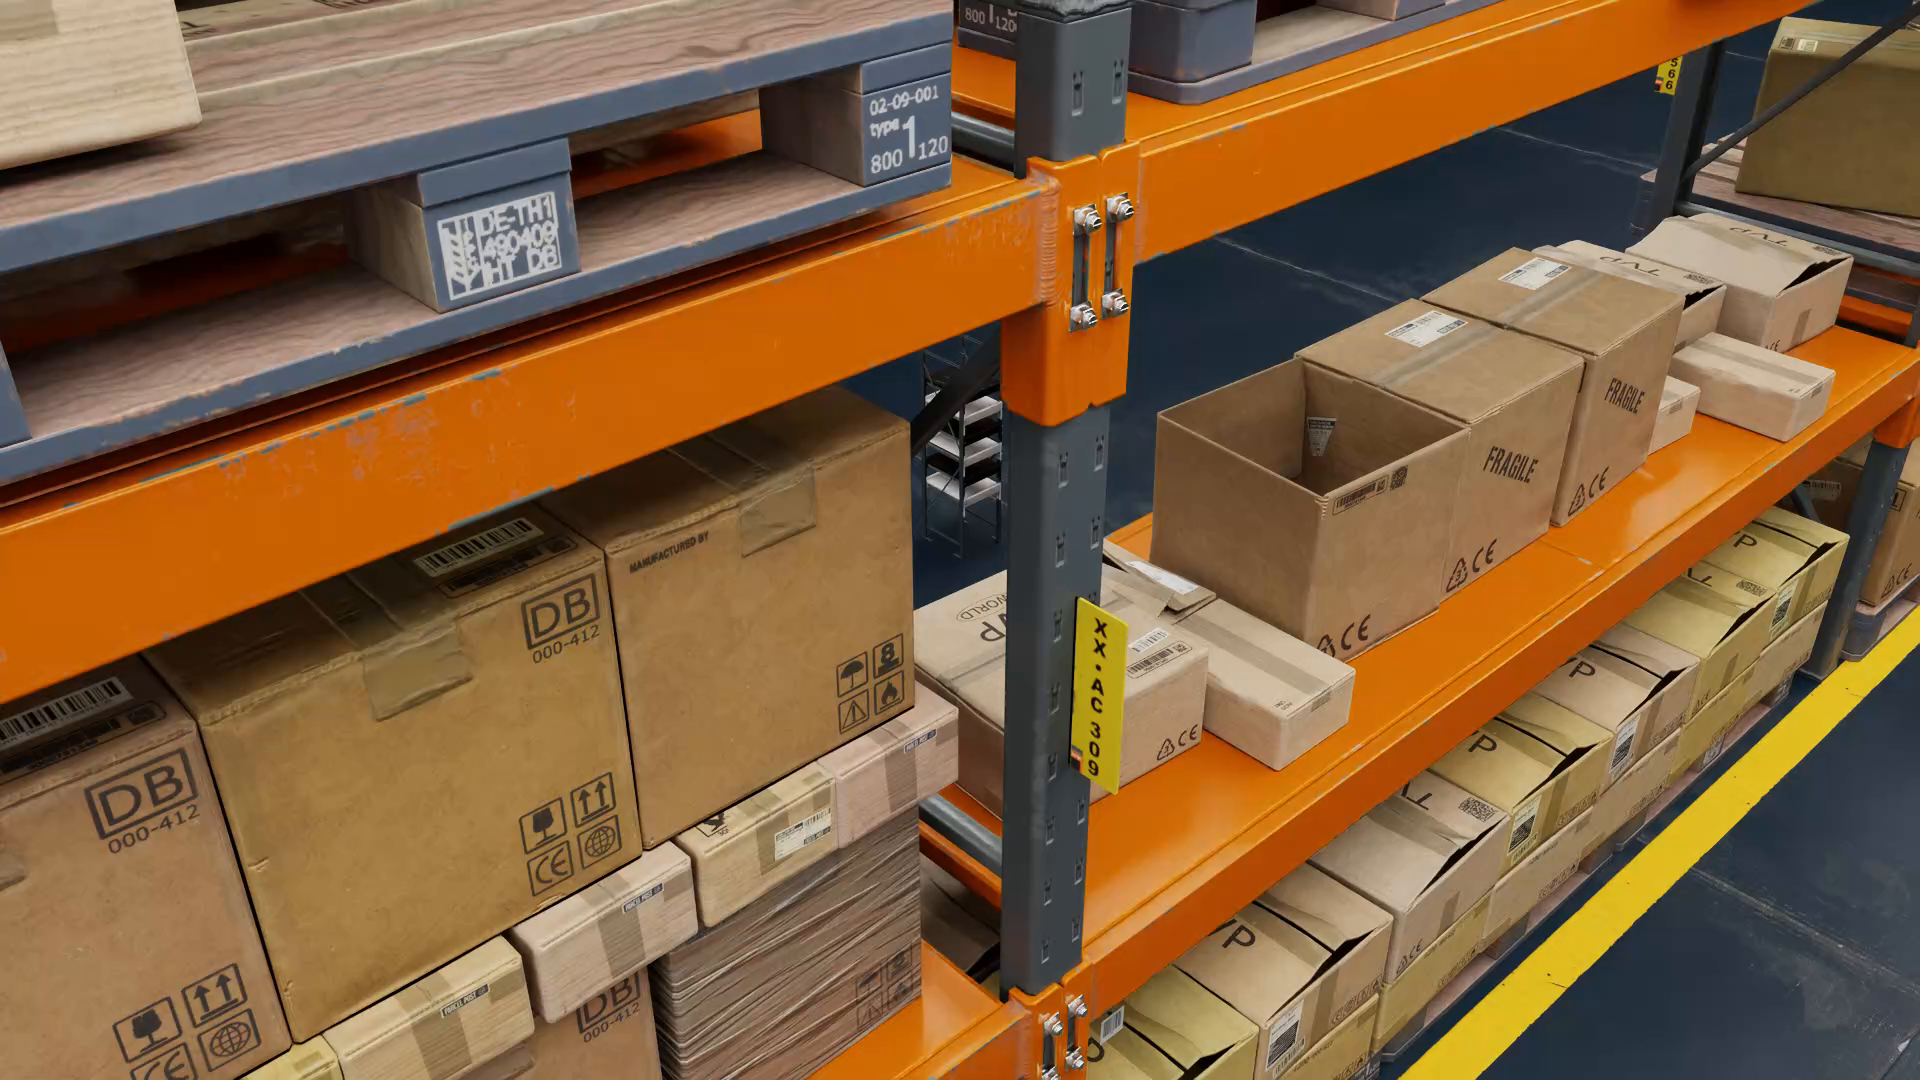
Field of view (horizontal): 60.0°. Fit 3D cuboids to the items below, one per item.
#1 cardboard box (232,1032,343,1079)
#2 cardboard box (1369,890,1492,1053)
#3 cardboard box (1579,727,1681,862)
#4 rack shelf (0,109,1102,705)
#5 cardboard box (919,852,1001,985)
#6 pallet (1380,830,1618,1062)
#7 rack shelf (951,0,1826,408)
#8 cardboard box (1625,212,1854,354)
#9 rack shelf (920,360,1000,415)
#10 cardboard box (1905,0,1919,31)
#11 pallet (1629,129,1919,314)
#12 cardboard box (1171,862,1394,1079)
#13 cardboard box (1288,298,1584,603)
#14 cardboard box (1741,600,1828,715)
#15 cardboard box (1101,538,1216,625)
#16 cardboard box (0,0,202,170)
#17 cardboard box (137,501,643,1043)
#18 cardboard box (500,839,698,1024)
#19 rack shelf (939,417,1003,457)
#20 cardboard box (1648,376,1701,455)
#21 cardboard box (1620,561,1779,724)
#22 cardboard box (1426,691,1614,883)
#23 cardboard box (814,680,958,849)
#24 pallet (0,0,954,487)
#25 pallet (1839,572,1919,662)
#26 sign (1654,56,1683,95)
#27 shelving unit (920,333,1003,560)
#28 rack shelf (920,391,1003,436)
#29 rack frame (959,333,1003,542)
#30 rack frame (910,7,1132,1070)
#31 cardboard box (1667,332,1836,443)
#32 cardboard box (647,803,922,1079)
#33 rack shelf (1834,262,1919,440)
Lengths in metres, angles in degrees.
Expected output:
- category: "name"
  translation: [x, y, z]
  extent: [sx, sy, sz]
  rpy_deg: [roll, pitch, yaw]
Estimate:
- category: "cardboard box"
  translation: [-0.966, 0.655, 2.086]
  extent: [0.250, 0.149, 0.380]
  rpy_deg: [-26, 40, -36]
- category: "cardboard box"
  translation: [1.053, 1.016, 4.446]
  extent: [0.500, 0.250, 0.500]
  rpy_deg: [-27, 41, -37]
- category: "cardboard box"
  translation: [1.802, 0.652, 5.041]
  extent: [0.500, 0.250, 0.500]
  rpy_deg: [-25, 39, -34]
- category: "rack shelf"
  translation: [-1.632, 0.173, 1.407]
  extent: [4.000, 0.370, 1.077]
  rpy_deg: [-26, 40, -35]
- category: "cardboard box"
  translation: [-0.063, 0.937, 4.038]
  extent: [0.500, 0.311, 0.500]
  rpy_deg: [-26, 40, -35]
- category: "pallet"
  translation: [1.244, 0.914, 5.052]
  extent: [1.213, 0.211, 1.003]
  rpy_deg: [-26, 40, -35]
- category: "rack shelf"
  translation: [1.302, -1.246, 3.727]
  extent: [4.000, 0.370, 1.077]
  rpy_deg: [-26, 40, -35]
- category: "cardboard box"
  translation: [2.472, -0.833, 5.322]
  extent: [0.500, 0.311, 0.500]
  rpy_deg: [-23, 38, -33]
- category: "rack shelf"
  translation: [0.006, -0.589, 6.396]
  extent: [0.200, 0.077, 0.258]
  rpy_deg: [-26, 40, -35]
- category: "cardboard box"
  translation: [3.954, -1.723, 6.193]
  extent: [0.500, 0.500, 0.700]
  rpy_deg: [-18, 36, -27]
- category: "pallet"
  translation: [3.217, -1.168, 5.969]
  extent: [1.003, 0.211, 1.213]
  rpy_deg: [-26, 40, -35]
- category: "cardboard box"
  translation: [0.678, 0.964, 3.994]
  extent: [0.500, 0.311, 0.500]
  rpy_deg: [-26, 40, -36]
- category: "cardboard box"
  translation: [1.163, -0.237, 4.167]
  extent: [0.500, 0.500, 0.500]
  rpy_deg: [-26, 40, -35]
- category: "cardboard box"
  translation: [2.548, 0.291, 5.632]
  extent: [0.500, 0.250, 0.500]
  rpy_deg: [-25, 39, -34]
- category: "cardboard box"
  translation: [0.355, 0.111, 3.822]
  extent: [0.258, 0.266, 0.396]
  rpy_deg: [-27, 40, -37]
- category: "cardboard box"
  translation: [-0.864, -0.443, 1.428]
  extent: [0.250, 0.149, 0.380]
  rpy_deg: [-26, 40, -35]
- category: "cardboard box"
  translation: [-0.856, 0.179, 2.242]
  extent: [0.500, 0.500, 0.700]
  rpy_deg: [-26, 40, -36]
- category: "cardboard box"
  translation: [-0.592, 0.476, 2.379]
  extent: [0.250, 0.149, 0.380]
  rpy_deg: [-27, 41, -37]
- category: "rack shelf"
  translation: [0.006, -0.435, 6.490]
  extent: [0.200, 0.077, 0.258]
  rpy_deg: [-26, 40, -35]
- category: "cardboard box"
  translation: [1.871, -0.402, 4.773]
  extent: [0.250, 0.149, 0.380]
  rpy_deg: [-23, 38, -32]
- category: "cardboard box"
  translation: [2.175, 0.239, 5.180]
  extent: [0.500, 0.311, 0.500]
  rpy_deg: [-27, 40, -36]
- category: "cardboard box"
  translation: [1.434, 0.593, 4.600]
  extent: [0.500, 0.311, 0.500]
  rpy_deg: [-25, 39, -34]
- category: "cardboard box"
  translation: [-0.219, 0.295, 2.675]
  extent: [0.250, 0.149, 0.380]
  rpy_deg: [-26, 40, -35]
- category: "pallet"
  translation: [-0.773, -0.494, 1.891]
  extent: [1.213, 0.211, 1.003]
  rpy_deg: [-26, 40, -35]
- category: "pallet"
  translation: [3.341, -0.044, 6.619]
  extent: [1.213, 0.211, 1.003]
  rpy_deg: [-26, 40, -35]
- category: "sign"
  translation: [2.392, -1.647, 5.535]
  extent: [0.005, 0.325, 0.100]
  rpy_deg: [-26, 40, -35]
- category: "shelving unit"
  translation: [0.006, -0.387, 6.520]
  extent: [0.210, 0.900, 0.258]
  rpy_deg: [-26, 40, -35]
- category: "rack shelf"
  translation: [0.006, -0.512, 6.443]
  extent: [0.200, 0.077, 0.258]
  rpy_deg: [-26, 40, -35]
- category: "rack frame"
  translation: [0.081, -0.423, 6.579]
  extent: [0.006, 0.900, 0.240]
  rpy_deg: [-26, 40, -35]
- category: "rack frame"
  translation: [-0.165, 0.436, 3.162]
  extent: [0.127, 3.000, 1.000]
  rpy_deg: [-26, 40, -35]
- category: "cardboard box"
  translation: [2.297, -0.451, 4.853]
  extent: [0.250, 0.149, 0.380]
  rpy_deg: [-26, 40, -35]
- category: "cardboard box"
  translation: [-0.486, 0.553, 2.874]
  extent: [0.500, 0.500, 0.700]
  rpy_deg: [-27, 41, -37]
- category: "rack shelf"
  translation: [4.235, -1.385, 6.830]
  extent: [4.000, 0.370, 1.077]
  rpy_deg: [-26, 40, -35]
